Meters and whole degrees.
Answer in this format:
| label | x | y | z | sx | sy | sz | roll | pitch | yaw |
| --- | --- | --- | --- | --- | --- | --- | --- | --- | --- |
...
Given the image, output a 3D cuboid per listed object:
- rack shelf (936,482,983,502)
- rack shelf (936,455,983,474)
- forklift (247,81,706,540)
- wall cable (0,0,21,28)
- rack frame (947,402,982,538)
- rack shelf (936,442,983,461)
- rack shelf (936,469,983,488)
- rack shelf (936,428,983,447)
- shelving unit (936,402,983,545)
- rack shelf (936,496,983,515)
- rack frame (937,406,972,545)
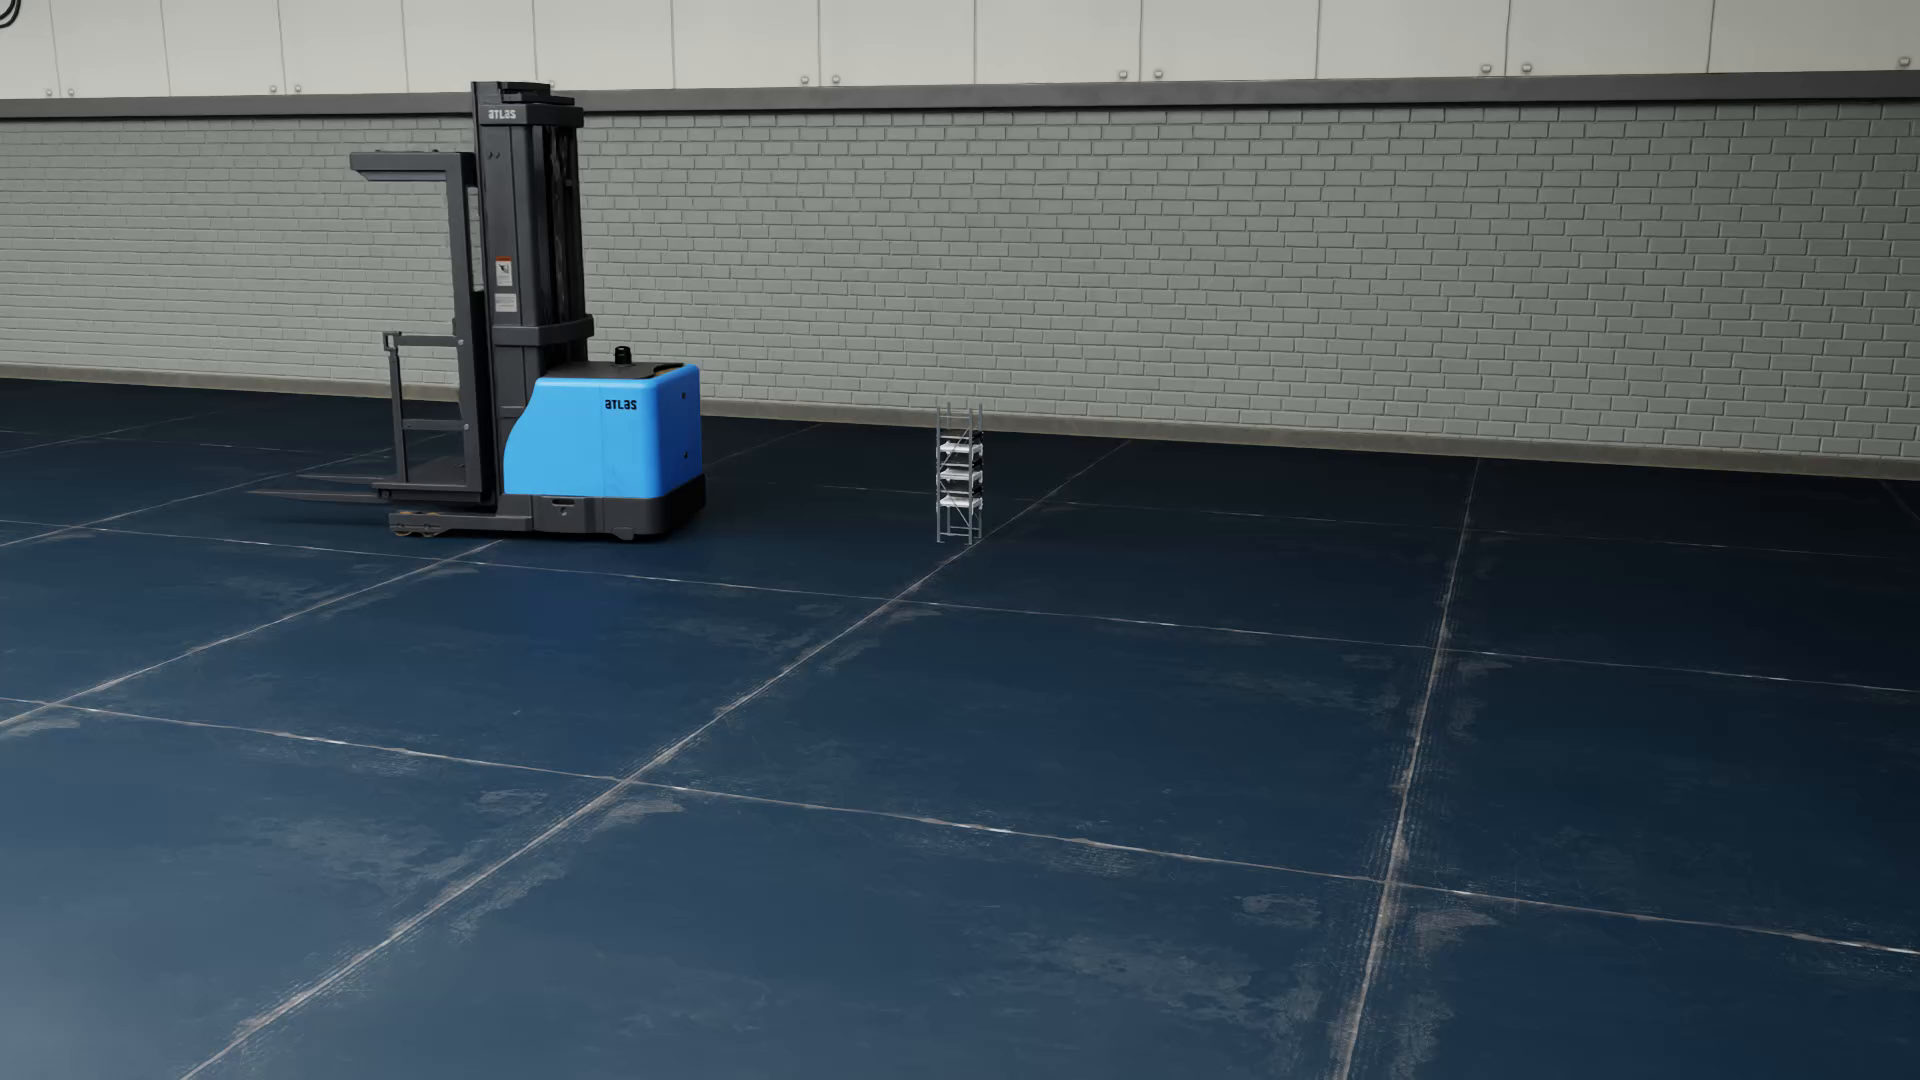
| label | x | y | z | sx | sy | sz | roll | pitch | yaw |
| --- | --- | --- | --- | --- | --- | --- | --- | --- | --- |
| rack shelf | -0.003 | -0.317 | 10.908 | 0.258 | 0.077 | 0.200 | 4 | 14 | 18 |
| rack shelf | -0.003 | -0.492 | 10.868 | 0.258 | 0.077 | 0.200 | 4 | 14 | 18 |
| forklift | -3.355 | -1.559 | 11.232 | 3.031 | 2.935 | 1.130 | 2 | 13 | 9 |
| wall cable | -11.239 | -7.924 | 17.838 | 2.305 | 6.003 | 0.169 | 4 | 14 | 18 |
| rack frame | 0.030 | -0.458 | 10.974 | 0.240 | 0.900 | 0.006 | 4 | 14 | 18 |
| rack shelf | -0.003 | -0.580 | 10.848 | 0.258 | 0.077 | 0.200 | 4 | 14 | 18 |
| rack shelf | -0.003 | -0.405 | 10.888 | 0.258 | 0.077 | 0.200 | 4 | 14 | 18 |
| rack shelf | -0.003 | -0.668 | 10.828 | 0.258 | 0.077 | 0.200 | 4 | 14 | 18 |
| shelving unit | -0.003 | -0.437 | 10.880 | 0.258 | 0.900 | 0.210 | 4 | 14 | 18 |
| rack shelf | -0.003 | -0.229 | 10.928 | 0.258 | 0.077 | 0.200 | 4 | 14 | 18 |
| rack frame | -0.036 | -0.416 | 10.787 | 0.240 | 0.900 | 0.006 | 4 | 14 | 18 |
